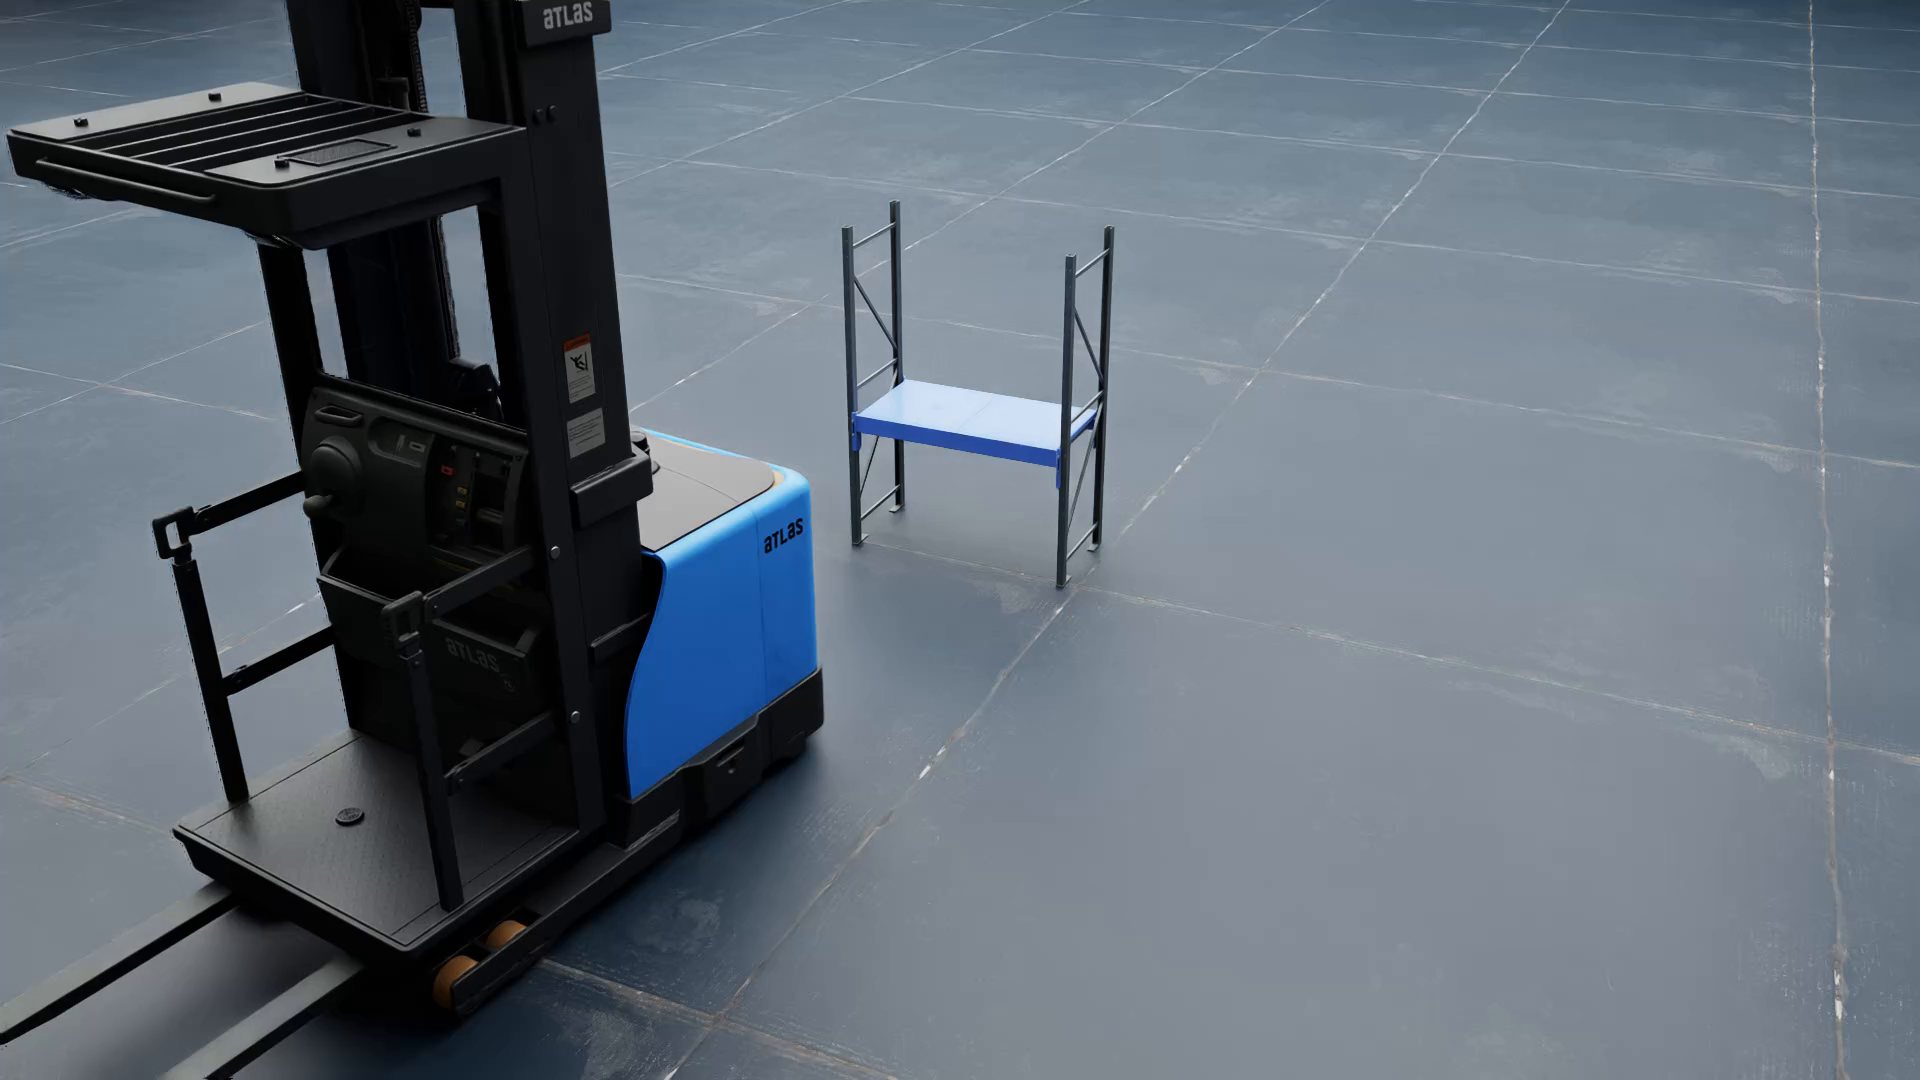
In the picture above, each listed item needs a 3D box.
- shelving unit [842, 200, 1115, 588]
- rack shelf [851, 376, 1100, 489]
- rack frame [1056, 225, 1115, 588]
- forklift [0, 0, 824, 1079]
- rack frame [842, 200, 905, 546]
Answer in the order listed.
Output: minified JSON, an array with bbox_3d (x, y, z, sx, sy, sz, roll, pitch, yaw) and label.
[{"bbox_3d":[0.078,-0.657,7.387,1.048,1.500,0.538,11,28,22],"label":"shelving unit"},{"bbox_3d":[0.078,-0.496,7.466,1.000,0.185,0.538,11,28,22],"label":"rack shelf"},{"bbox_3d":[0.540,-0.564,7.198,0.032,1.500,0.500,11,28,22],"label":"rack frame"},{"bbox_3d":[-1.732,-0.154,4.745,1.130,2.935,3.031,16,30,29],"label":"forklift"},{"bbox_3d":[-0.385,-0.750,7.576,0.032,1.500,0.500,11,28,22],"label":"rack frame"}]
